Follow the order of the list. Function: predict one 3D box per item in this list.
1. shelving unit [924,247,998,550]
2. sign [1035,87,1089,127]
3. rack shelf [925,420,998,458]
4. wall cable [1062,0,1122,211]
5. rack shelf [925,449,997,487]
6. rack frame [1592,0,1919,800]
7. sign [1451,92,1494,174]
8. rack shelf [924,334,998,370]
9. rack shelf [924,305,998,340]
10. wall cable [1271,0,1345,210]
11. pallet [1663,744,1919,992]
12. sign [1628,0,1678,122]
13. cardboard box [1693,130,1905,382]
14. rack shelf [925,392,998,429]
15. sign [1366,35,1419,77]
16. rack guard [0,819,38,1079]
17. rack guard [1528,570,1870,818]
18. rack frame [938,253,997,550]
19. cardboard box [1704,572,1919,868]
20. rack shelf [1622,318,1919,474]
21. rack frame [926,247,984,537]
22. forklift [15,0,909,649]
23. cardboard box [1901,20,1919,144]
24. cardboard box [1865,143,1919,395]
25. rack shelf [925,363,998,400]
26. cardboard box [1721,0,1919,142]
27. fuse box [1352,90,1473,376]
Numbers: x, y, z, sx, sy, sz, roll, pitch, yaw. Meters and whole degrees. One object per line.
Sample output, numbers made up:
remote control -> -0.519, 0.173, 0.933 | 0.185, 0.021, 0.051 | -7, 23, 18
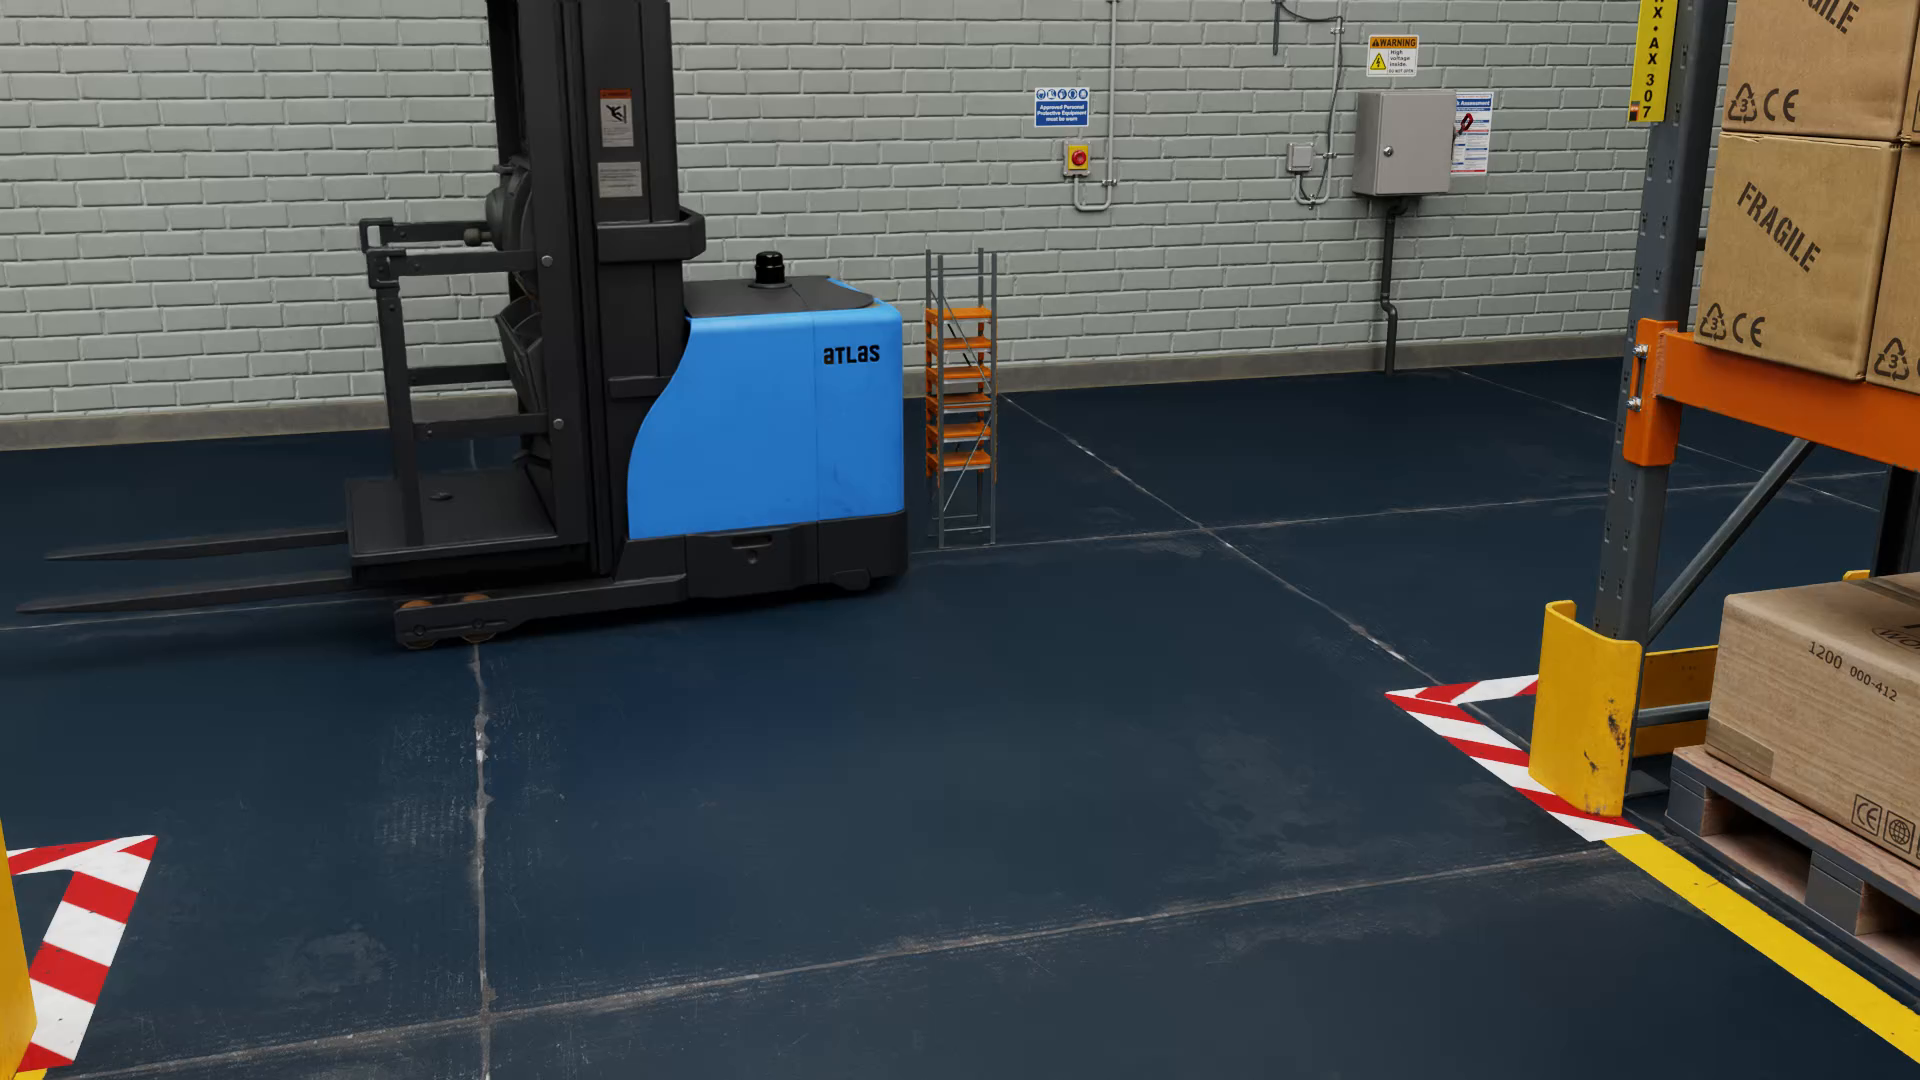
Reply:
shelving unit -> 0.004, -0.571, 6.766 | 0.258, 1.200, 0.189 | -5, 17, -15
sign -> 0.583, -2.473, 9.503 | 0.327, 0.218, 0.001 | -5, 17, -15
rack shelf -> 0.004, -0.413, 6.813 | 0.258, 0.103, 0.180 | -5, 17, -15
wall cable -> 0.646, -2.832, 9.347 | 0.585, 1.953, 0.123 | -5, 17, -15
rack shelf -> 0.004, -0.298, 6.848 | 0.258, 0.103, 0.180 | -5, 17, -15
rack frame -> 2.218, -0.773, 4.312 | 1.000, 3.000, 0.127 | -5, 17, -15
sign -> 3.124, -2.507, 10.251 | 0.329, 0.494, 0.001 | -5, 17, -15
rack shelf -> 0.004, -0.758, 6.710 | 0.258, 0.103, 0.180 | -5, 17, -15
rack shelf -> 0.004, -0.873, 6.675 | 0.258, 0.103, 0.180 | -5, 17, -15
wall cable -> 2.006, -2.933, 9.736 | 0.588, 1.984, 0.122 | -5, 17, -15
pallet -> 2.513, 0.777, 3.997 | 1.003, 0.211, 1.213 | -5, 17, -15
sign -> 1.683, -1.183, 4.035 | 0.100, 0.325, 0.005 | -5, 17, -15
cardboard box -> 2.074, -0.665, 3.780 | 0.500, 0.500, 0.500 | -5, 17, -16
rack shelf -> 0.004, -0.528, 6.779 | 0.258, 0.103, 0.180 | -5, 17, -15
sign -> 2.596, -2.905, 9.974 | 0.339, 0.242, 0.001 | -5, 17, -15
rack guard -> -2.493, 0.864, 3.205 | 1.175, 0.500, 0.348 | -5, 17, -15
rack guard -> 2.211, 0.417, 4.693 | 1.175, 0.500, 0.348 | -5, 17, -15
rack frame -> 0.029, -0.545, 6.682 | 0.240, 1.200, 0.006 | -5, 17, -15
cardboard box -> 2.496, 0.428, 4.038 | 0.875, 0.438, 0.875 | -5, 18, -17
rack shelf -> 2.768, 0.125, 2.573 | 1.077, 0.370, 4.000 | -5, 17, -15
rack frame -> -0.021, -0.596, 6.850 | 0.240, 1.200, 0.006 | -5, 17, -15
forklift -> -1.769, -1.200, 5.851 | 3.031, 2.935, 1.130 | -6, 18, -19
cardboard box -> 2.225, -1.002, 3.162 | 0.500, 0.500, 0.500 | -5, 17, -17
cardboard box -> 2.240, -0.528, 3.321 | 0.500, 0.500, 0.500 | -5, 17, -16
rack shelf -> 0.004, -0.643, 6.744 | 0.258, 0.103, 0.180 | -5, 17, -15
cardboard box -> 2.076, -1.145, 3.636 | 0.500, 0.500, 0.500 | -5, 17, -16
fuse box -> 2.706, -1.840, 10.102 | 0.539, 1.711, 0.414 | -5, 17, -15
